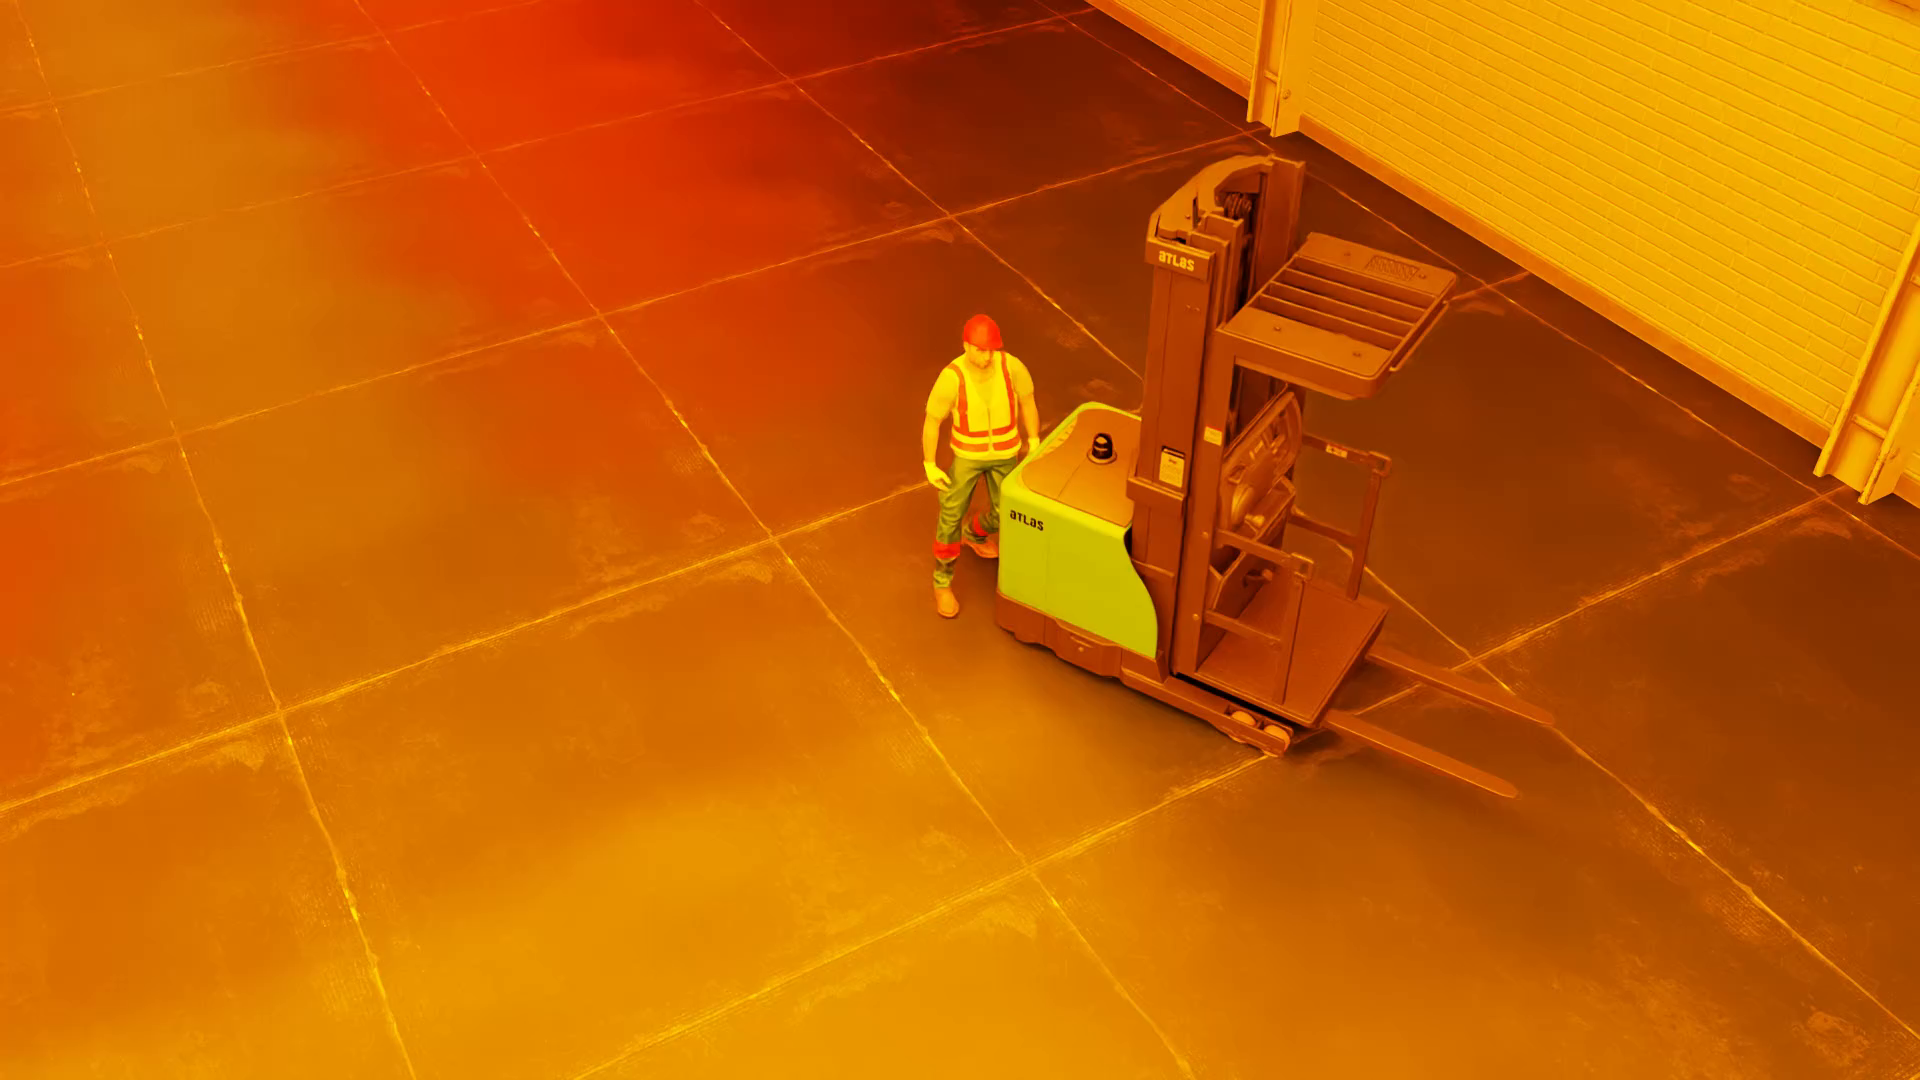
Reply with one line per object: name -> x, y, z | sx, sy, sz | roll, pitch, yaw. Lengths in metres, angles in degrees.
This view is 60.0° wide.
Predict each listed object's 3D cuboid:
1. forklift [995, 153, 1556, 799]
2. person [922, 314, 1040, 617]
forklift -> 1.718, -0.355, 8.464 | 3.031, 2.935, 1.130 | 23, 45, 25
person -> 0.160, -0.430, 9.500 | 0.721, 1.734, 0.702 | -8, 40, -9
